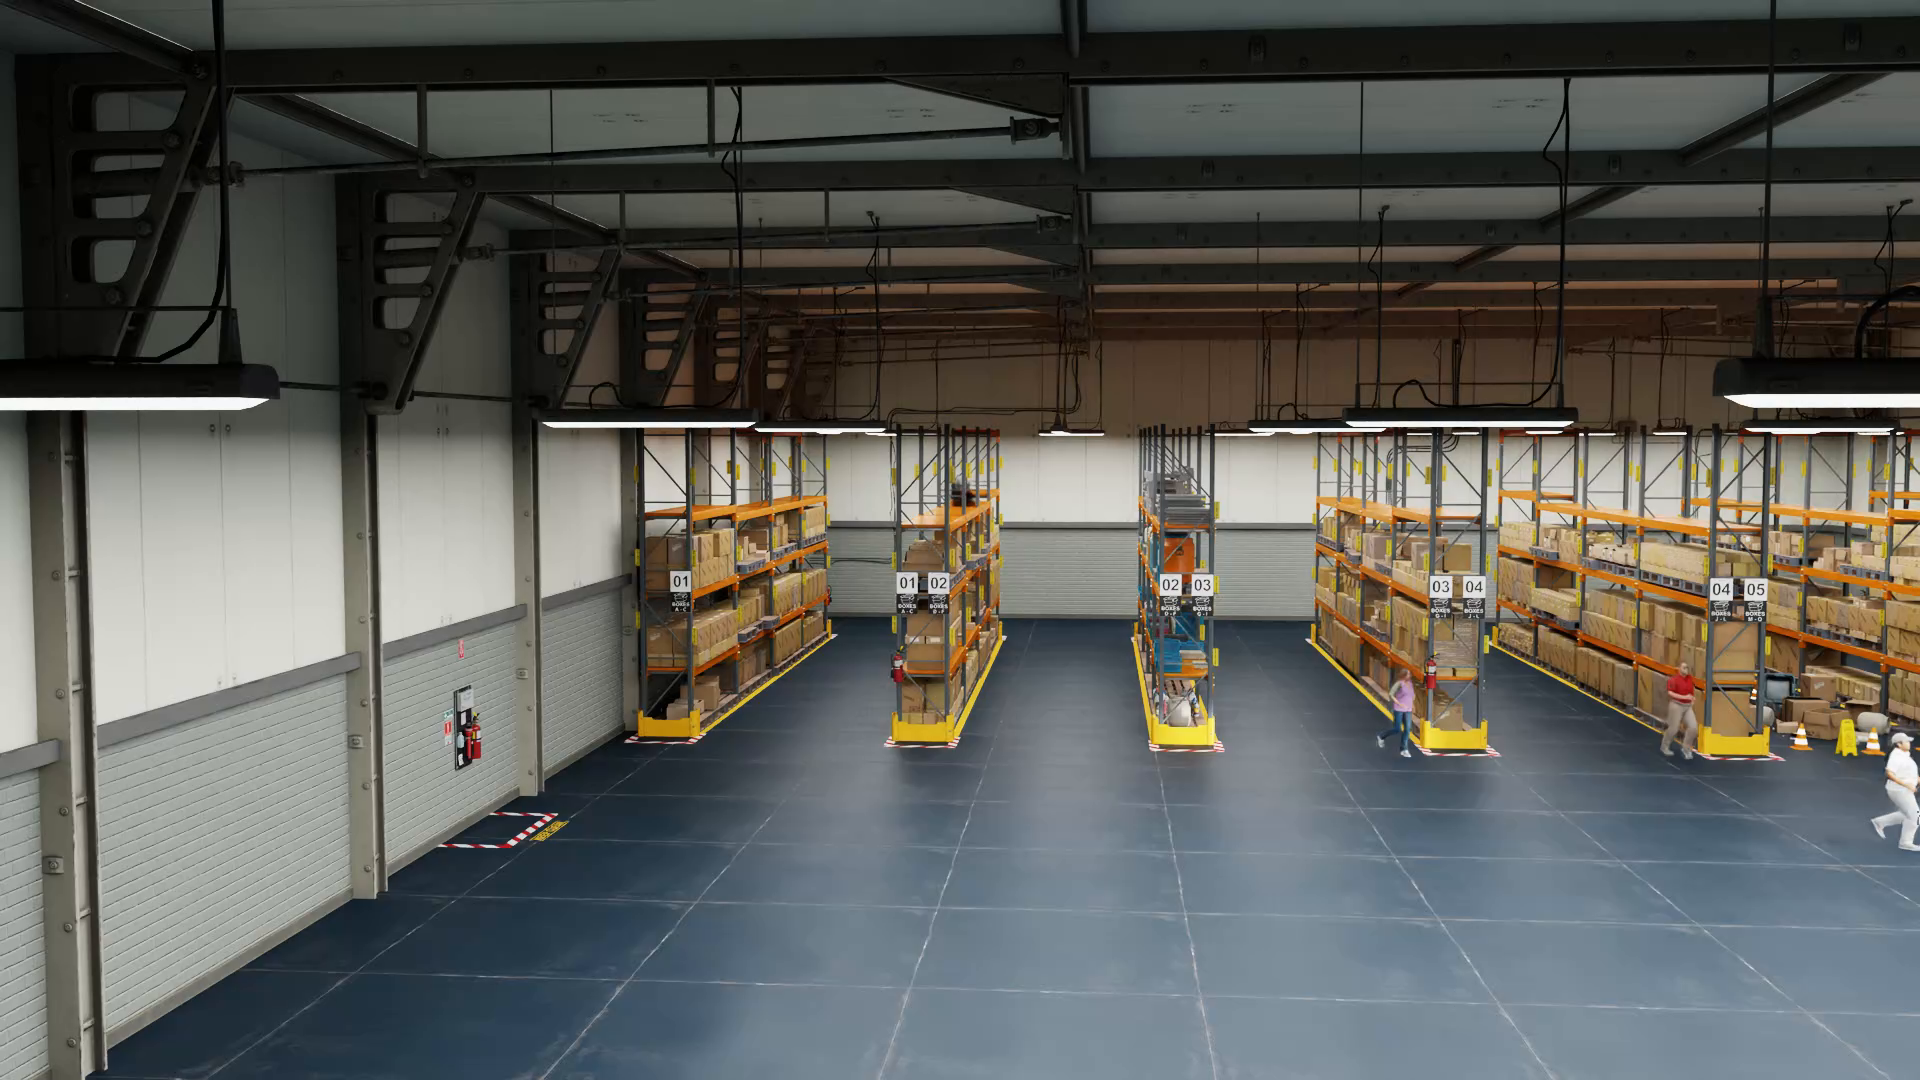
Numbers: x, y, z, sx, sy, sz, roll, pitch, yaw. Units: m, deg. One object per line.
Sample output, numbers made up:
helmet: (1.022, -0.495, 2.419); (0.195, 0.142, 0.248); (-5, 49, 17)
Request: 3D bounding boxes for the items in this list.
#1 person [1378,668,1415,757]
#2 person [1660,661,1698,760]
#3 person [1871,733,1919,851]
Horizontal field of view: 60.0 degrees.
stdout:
person: (8.037, 3.105, 30.168); (0.601, 1.551, 0.814); (-2, 4, -28)
person: (12.920, 3.075, 29.769); (0.687, 1.814, 0.769); (-1, 4, -21)
person: (13.102, 3.497, 23.226); (0.664, 1.619, 0.611); (2, 4, 36)
